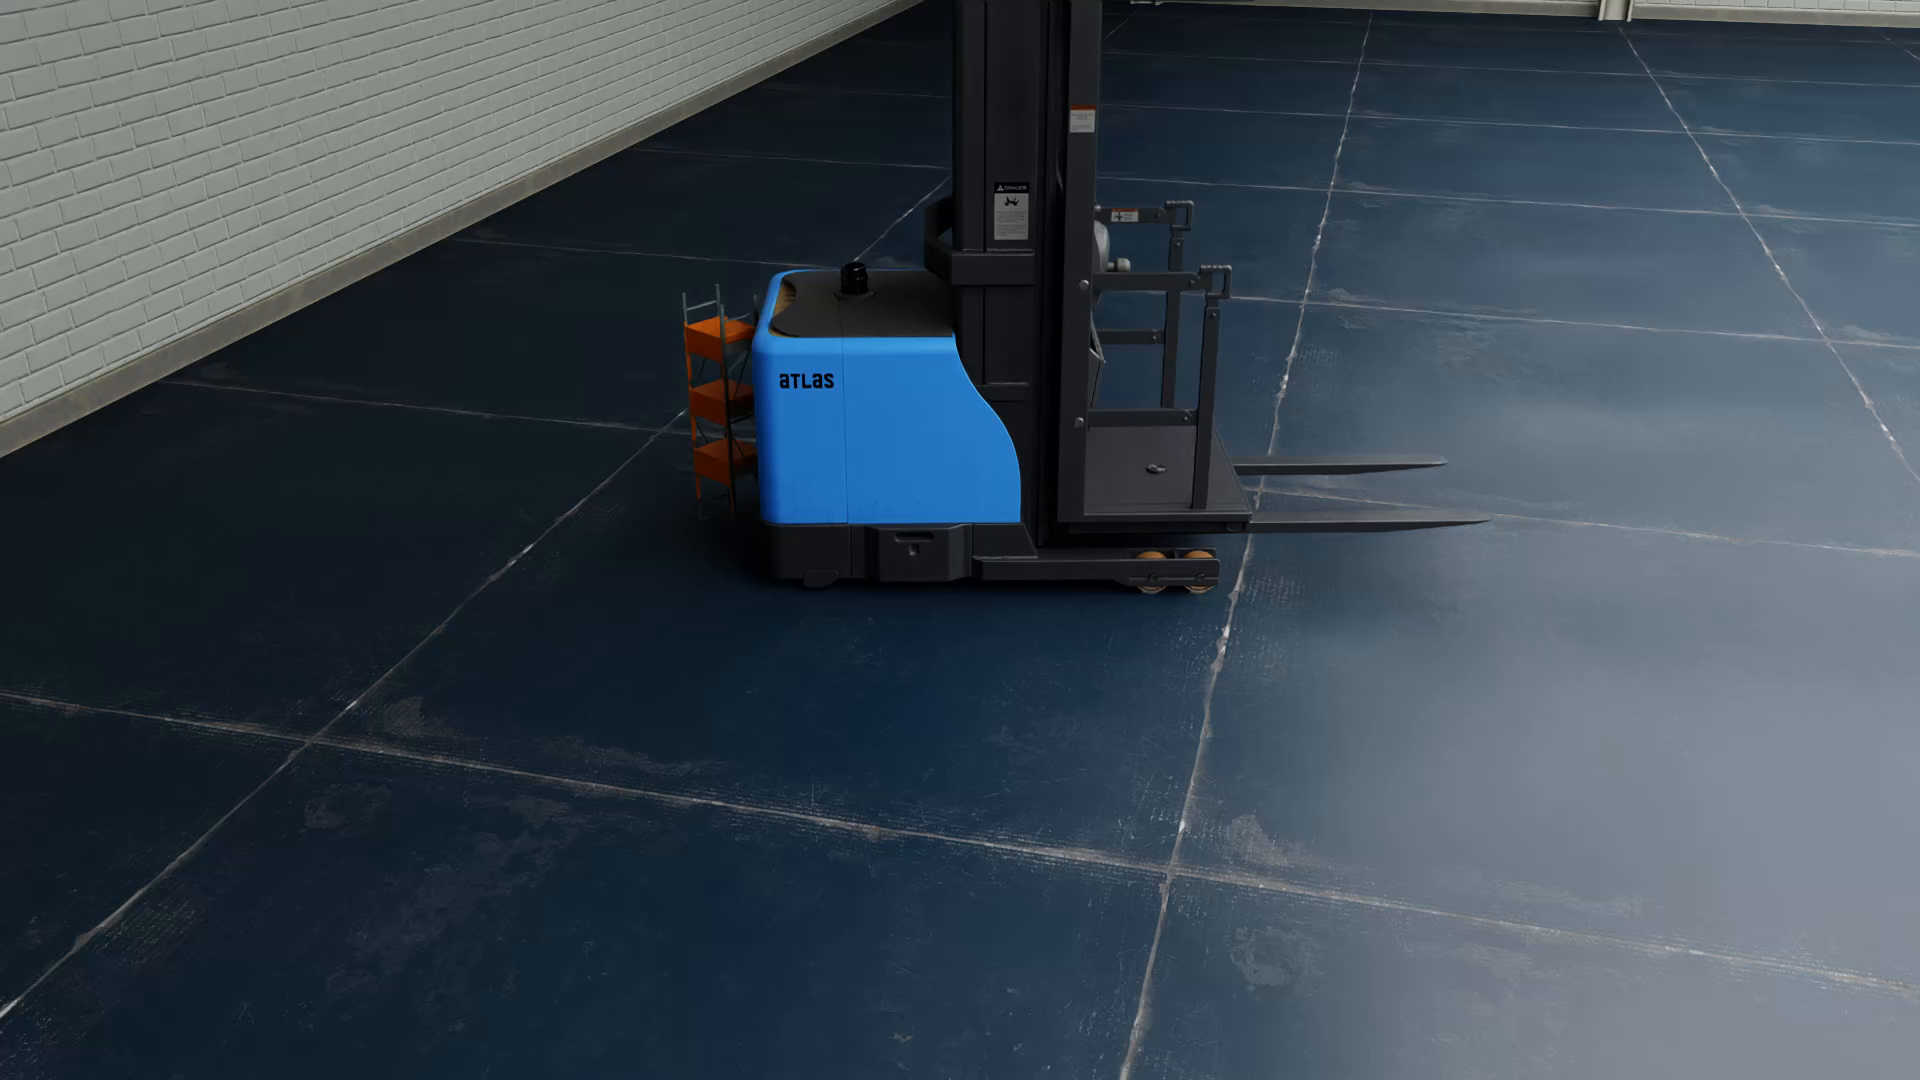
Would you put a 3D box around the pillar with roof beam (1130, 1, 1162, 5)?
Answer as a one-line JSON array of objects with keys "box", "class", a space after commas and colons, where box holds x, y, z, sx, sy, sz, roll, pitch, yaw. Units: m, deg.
[{"box": [1.450, -9.558, 16.858, 0.400, 9.000, 9.100, 6, 26, 13], "class": "pillar with roof beam"}]

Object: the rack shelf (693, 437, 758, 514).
[{"box": [-1.009, -0.295, 7.318, 0.240, 0.259, 0.215, 21, 33, 37], "class": "rack shelf"}]

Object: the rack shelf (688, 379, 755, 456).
[{"box": [-1.010, -0.546, 7.198, 0.240, 0.259, 0.215, 21, 33, 37], "class": "rack shelf"}]

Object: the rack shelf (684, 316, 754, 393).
[{"box": [-1.010, -0.801, 7.075, 0.240, 0.259, 0.215, 21, 33, 37], "class": "rack shelf"}]

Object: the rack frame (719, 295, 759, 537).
[{"box": [-0.919, -0.520, 7.119, 0.008, 1.050, 0.200, 21, 33, 37], "class": "rack frame"}]

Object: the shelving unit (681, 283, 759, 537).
[{"box": [-1.010, -0.555, 7.193, 0.252, 1.050, 0.215, 21, 33, 37], "class": "shelving unit"}]

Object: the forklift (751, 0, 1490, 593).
[{"box": [0.685, -1.336, 6.647, 3.031, 2.935, 1.130, 0, 25, -1], "class": "forklift"}]

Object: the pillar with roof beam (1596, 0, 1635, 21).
[{"box": [7.261, -8.916, 15.508, 0.400, 9.000, 9.100, 6, 26, 13], "class": "pillar with roof beam"}]

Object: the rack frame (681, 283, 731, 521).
[{"box": [-1.100, -0.591, 7.267, 0.008, 1.050, 0.200, 21, 33, 37], "class": "rack frame"}]
